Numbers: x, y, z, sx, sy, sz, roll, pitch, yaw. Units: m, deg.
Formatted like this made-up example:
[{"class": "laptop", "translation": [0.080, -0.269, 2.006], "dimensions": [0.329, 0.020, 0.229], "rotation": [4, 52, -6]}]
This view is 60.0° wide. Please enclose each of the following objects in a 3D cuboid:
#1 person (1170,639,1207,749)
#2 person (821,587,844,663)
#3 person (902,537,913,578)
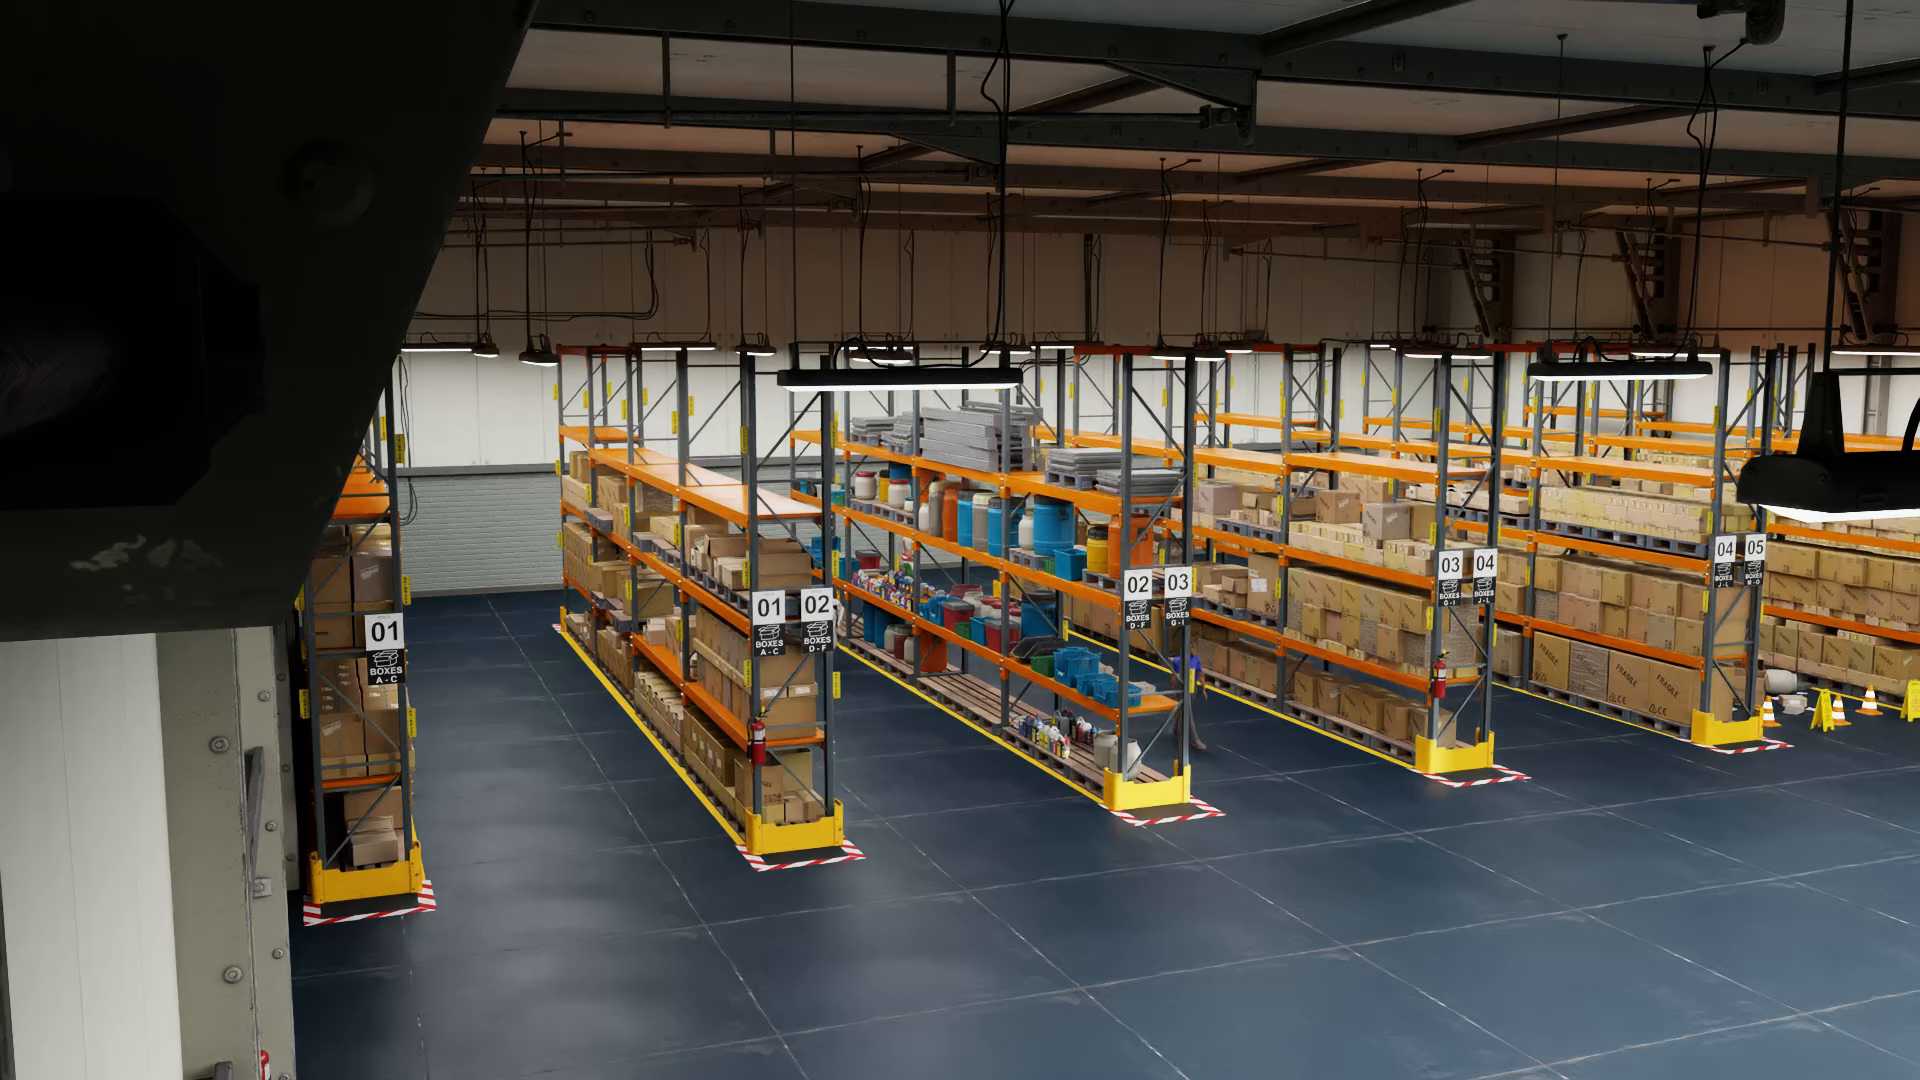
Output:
[{"class": "person", "translation": [3.491, 2.305, 25.261], "dimensions": [0.474, 1.618, 0.919], "rotation": [-4, 8, -27]}, {"class": "person", "translation": [-2.450, 1.617, 30.886], "dimensions": [0.620, 1.602, 0.687], "rotation": [-1, 7, -10]}, {"class": "person", "translation": [-1.250, 0.530, 38.679], "dimensions": [0.700, 1.783, 0.607], "rotation": [-1, 7, -9]}]
